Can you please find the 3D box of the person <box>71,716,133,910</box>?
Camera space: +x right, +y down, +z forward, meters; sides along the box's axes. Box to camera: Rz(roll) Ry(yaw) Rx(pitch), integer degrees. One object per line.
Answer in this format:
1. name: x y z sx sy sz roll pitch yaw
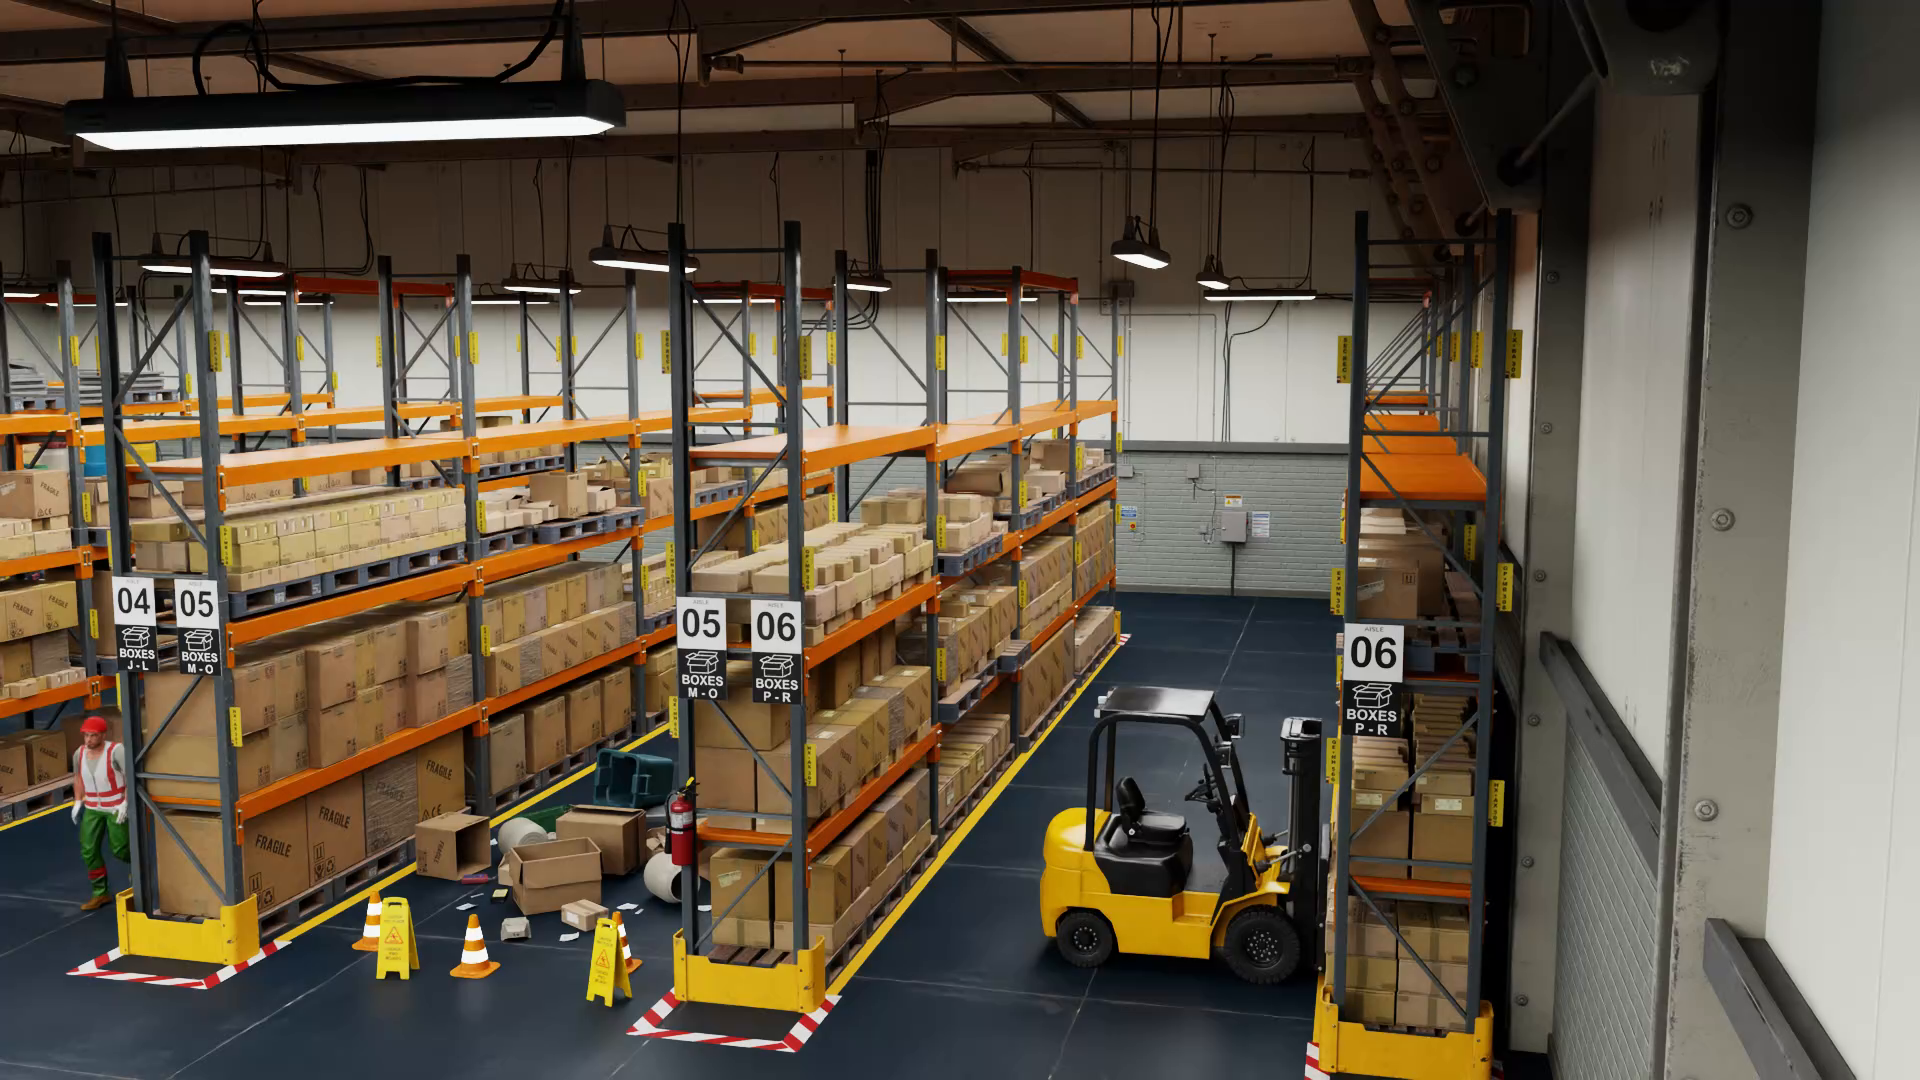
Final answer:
1. person: -7.808 2.447 15.238 0.629 1.765 0.646 0 7 2
